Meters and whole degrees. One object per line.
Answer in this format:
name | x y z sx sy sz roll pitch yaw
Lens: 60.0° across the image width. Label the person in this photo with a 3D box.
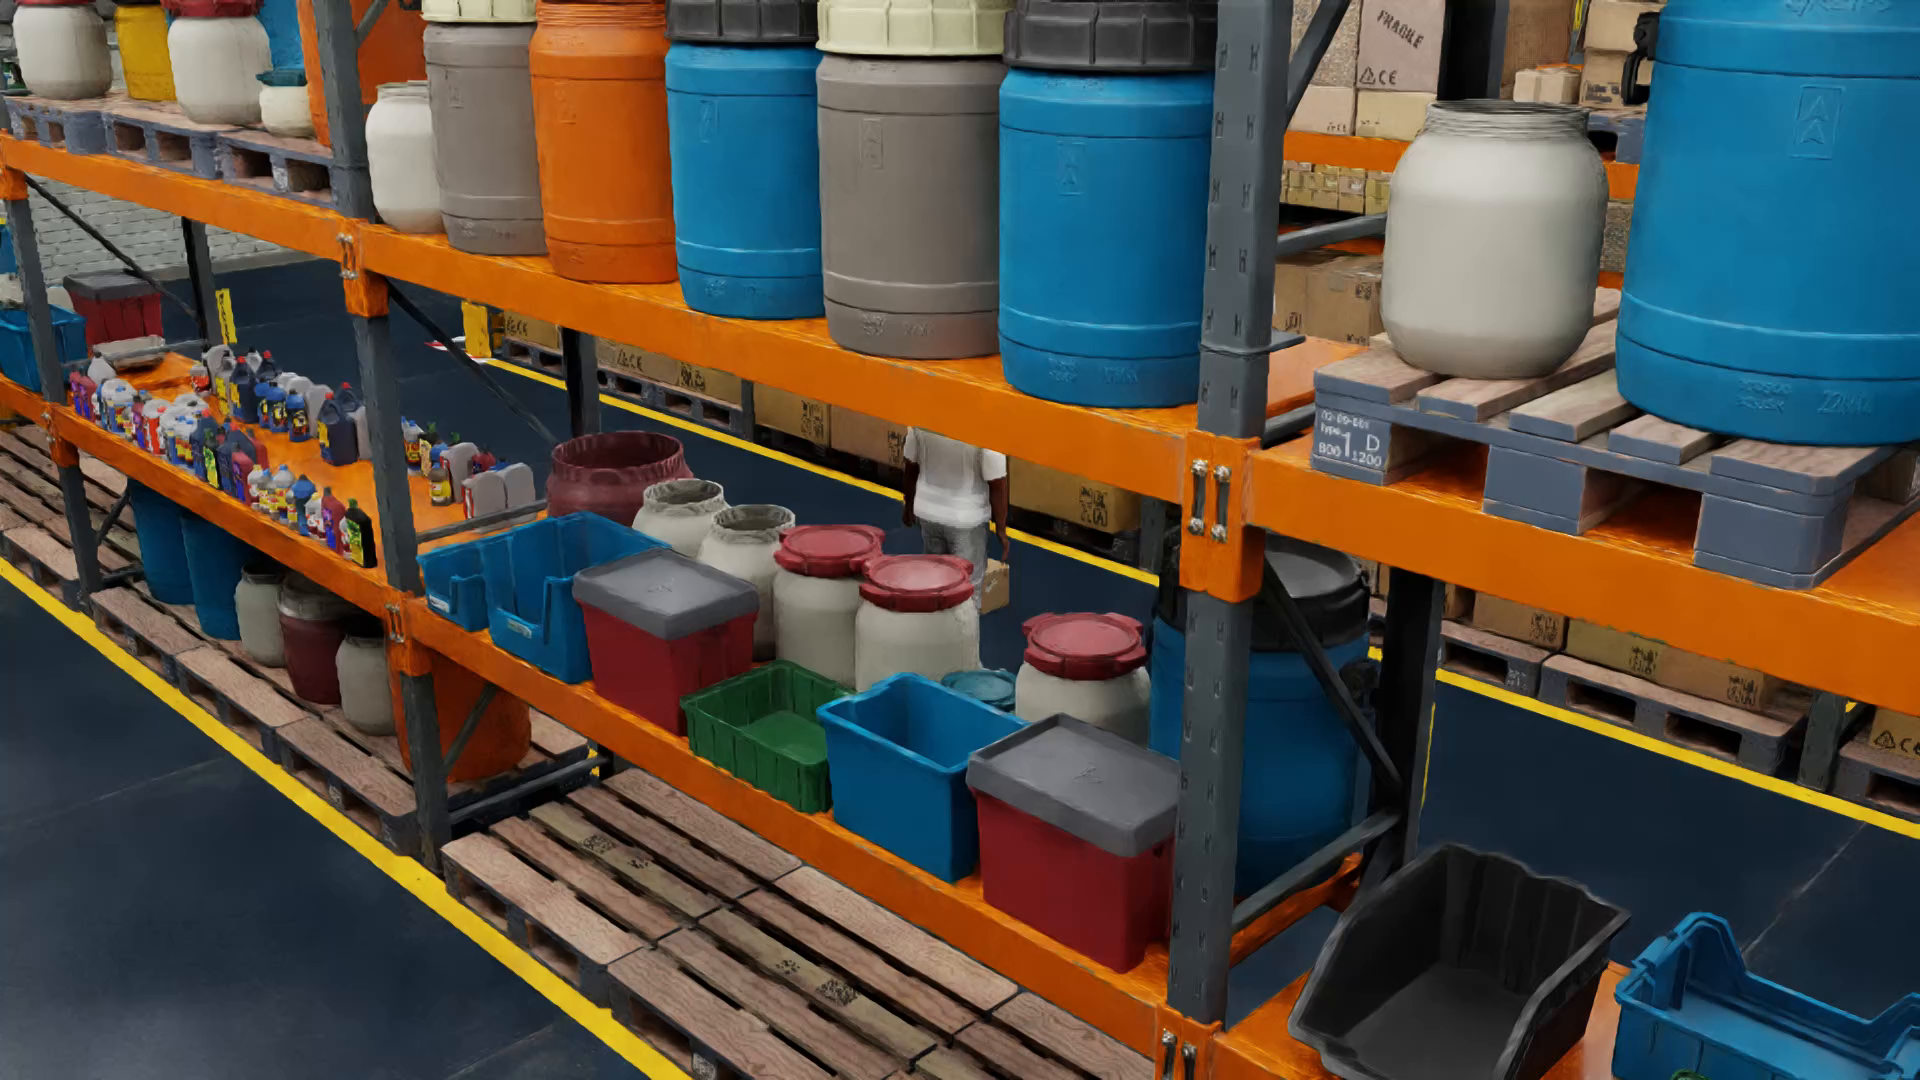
person | -0.022 -0.128 8.820 0.688 1.769 0.444 12 24 29
